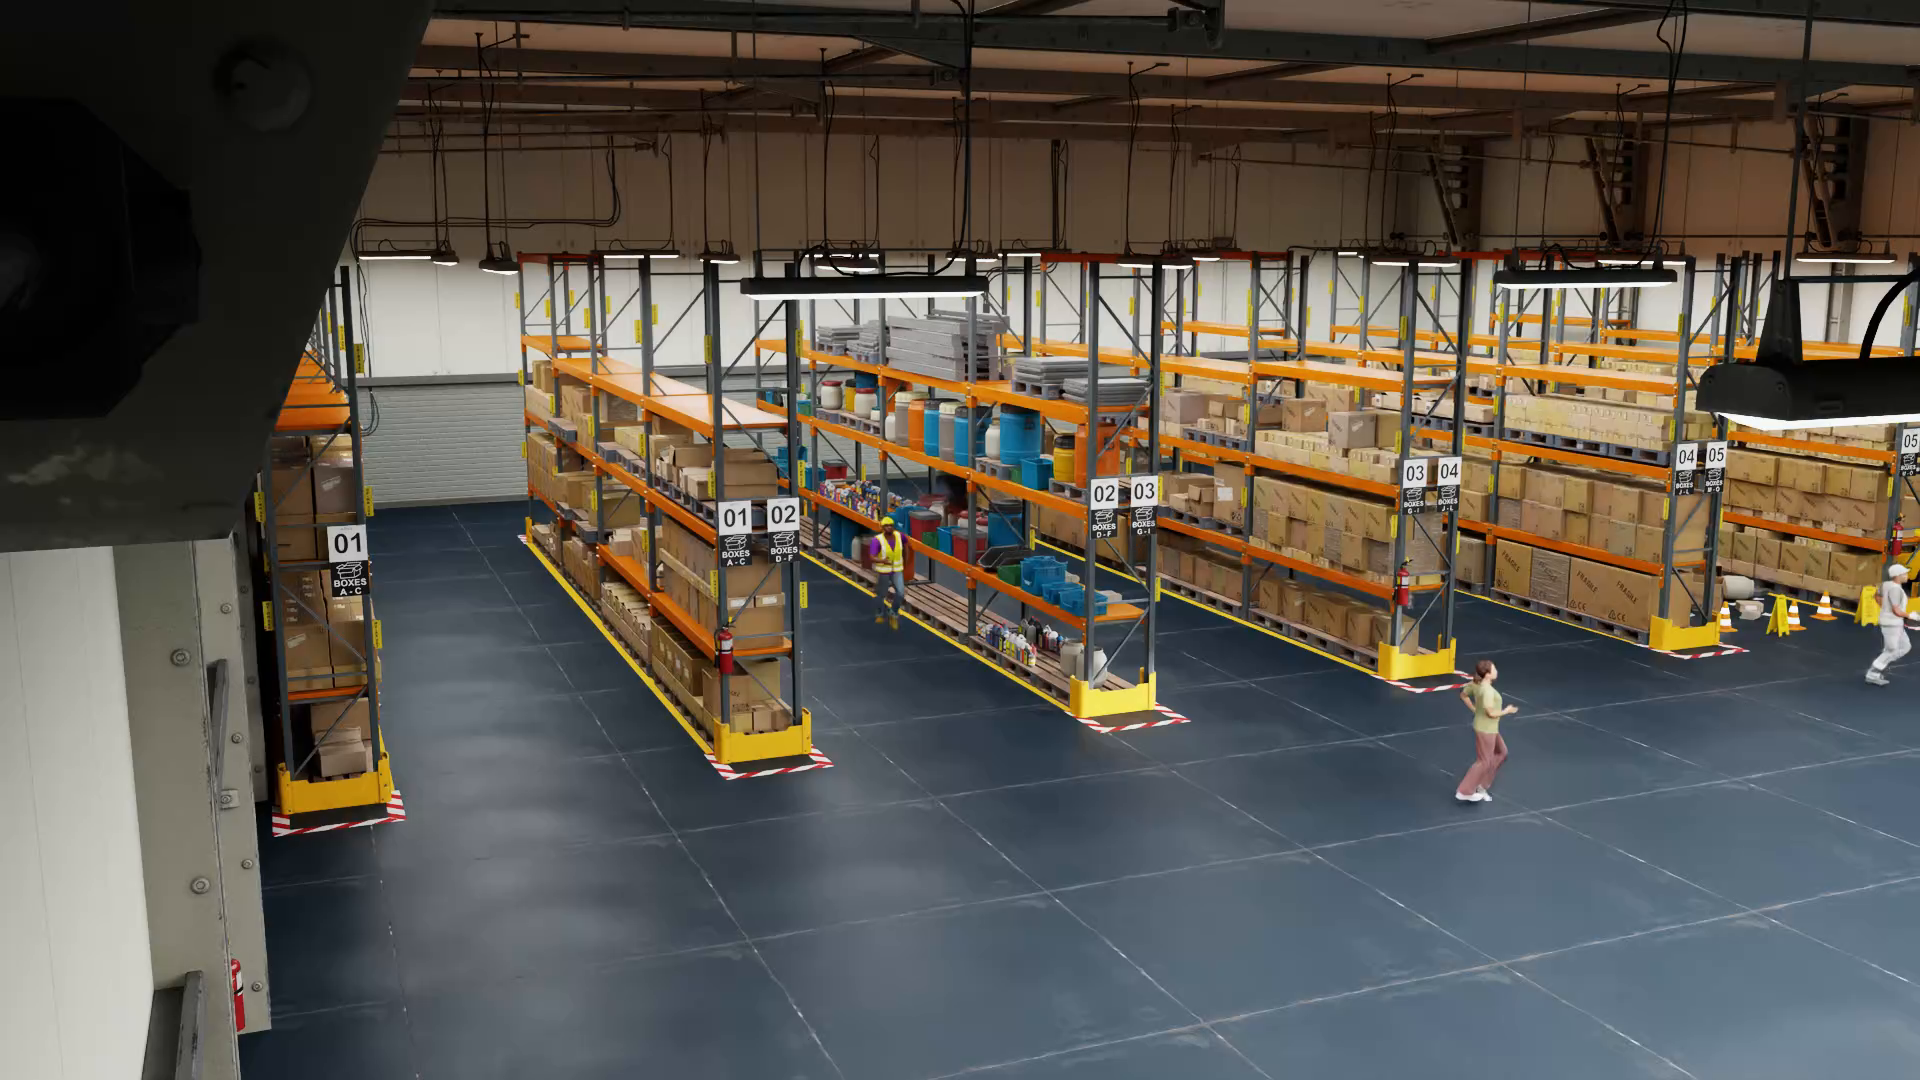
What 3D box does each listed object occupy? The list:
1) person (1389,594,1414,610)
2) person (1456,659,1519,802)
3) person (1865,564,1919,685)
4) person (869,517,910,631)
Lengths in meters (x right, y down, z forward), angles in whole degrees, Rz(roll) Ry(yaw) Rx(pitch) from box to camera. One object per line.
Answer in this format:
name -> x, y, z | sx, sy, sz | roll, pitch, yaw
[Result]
person -> 7.650, 0.414, 28.401 | 0.566, 1.624, 0.670 | -6, 12, -32
person -> 5.916, 2.155, 18.666 | 0.620, 1.678, 0.561 | 1, 10, 5
person -> 13.260, 1.195, 23.563 | 0.621, 1.742, 0.685 | 5, 11, 24
person -> -1.066, 0.517, 25.810 | 0.715, 1.799, 0.830 | -3, 11, -18
